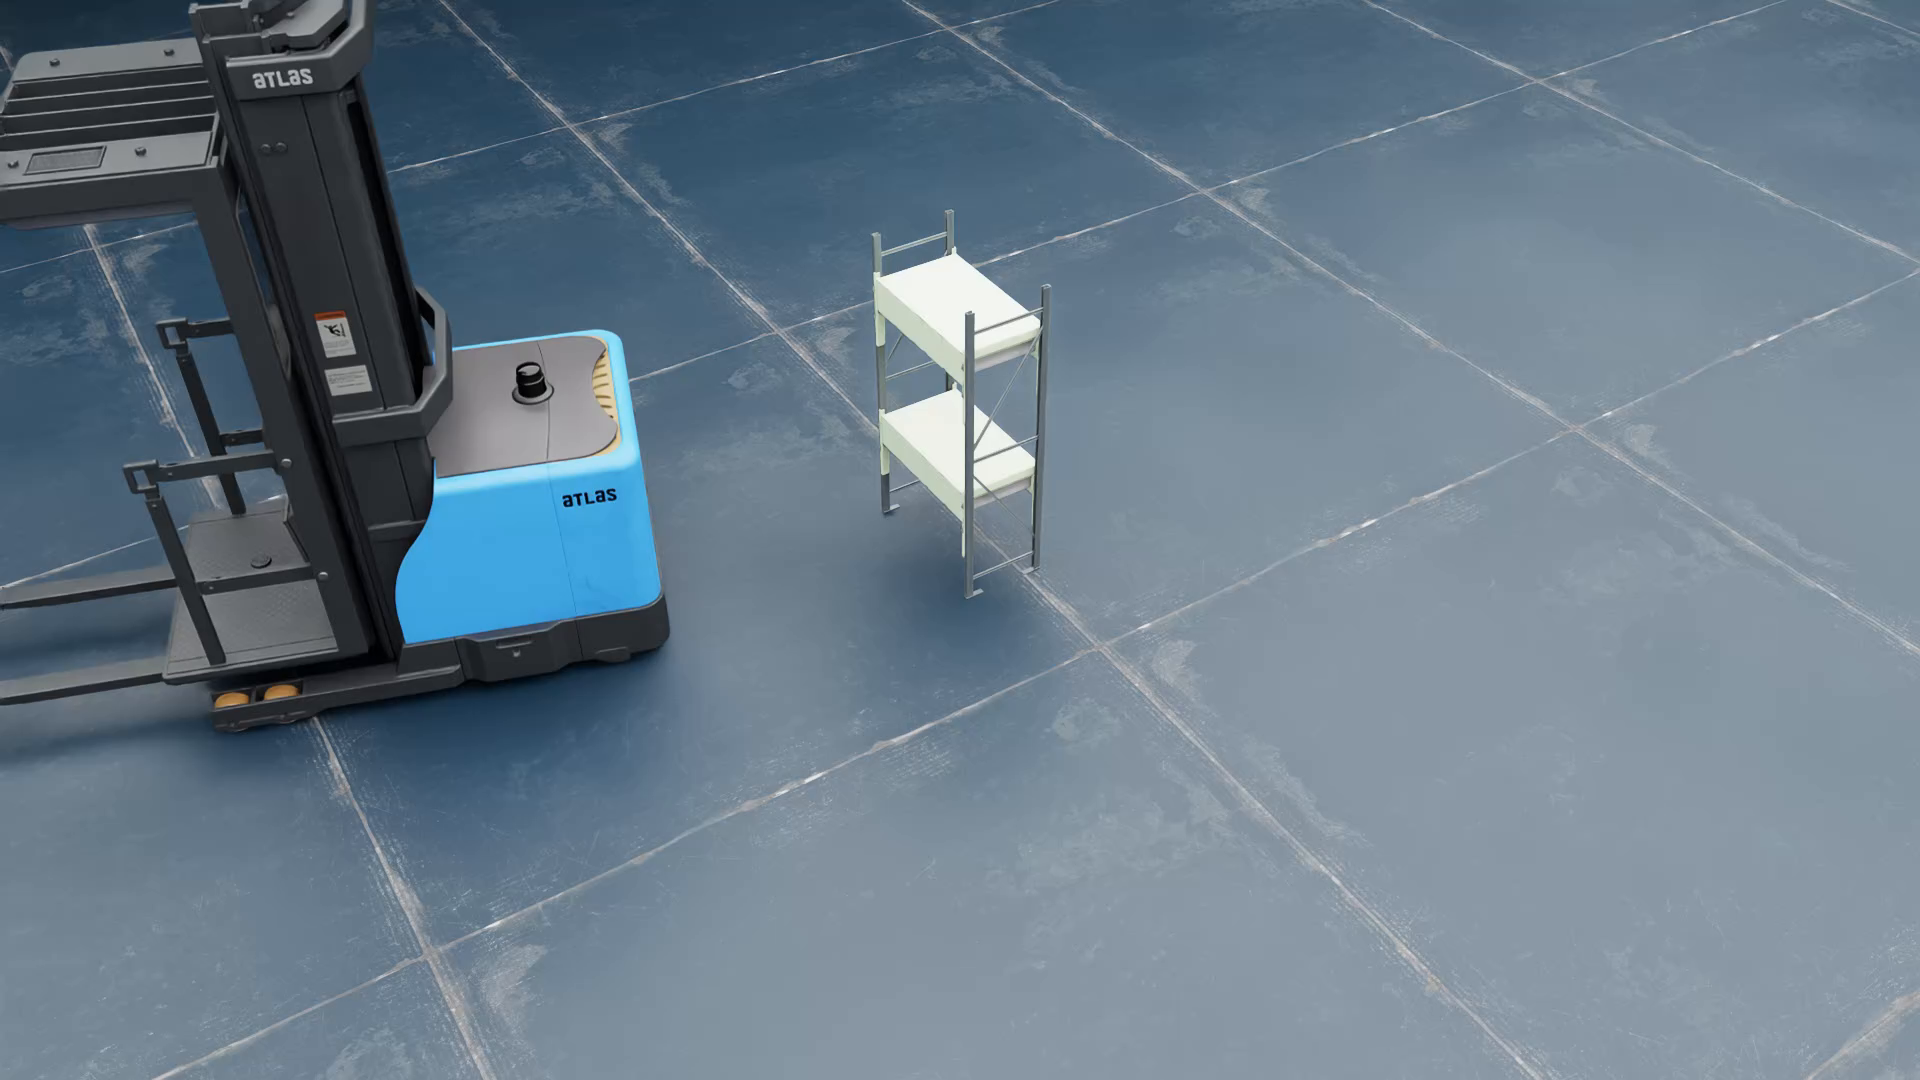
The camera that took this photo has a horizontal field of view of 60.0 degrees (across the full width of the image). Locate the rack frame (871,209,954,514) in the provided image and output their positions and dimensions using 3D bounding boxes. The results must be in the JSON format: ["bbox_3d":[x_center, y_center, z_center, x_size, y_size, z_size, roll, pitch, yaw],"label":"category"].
[{"bbox_3d":[-0.200,-0.777,7.572,0.400,1.500,0.023,-22,45,-24],"label":"rack frame"}]

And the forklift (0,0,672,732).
[{"bbox_3d":[-2.823,-0.710,6.373,3.031,2.935,1.130,-9,41,-11],"label":"forklift"}]

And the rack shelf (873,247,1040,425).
[{"bbox_3d":[-0.004,-0.880,7.085,0.431,0.370,0.720,-22,45,-24],"label":"rack shelf"}]

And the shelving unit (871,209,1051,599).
[{"bbox_3d":[-0.004,-0.580,7.335,0.431,1.500,0.755,-22,45,-24],"label":"shelving unit"}]

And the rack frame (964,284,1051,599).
[{"bbox_3d":[0.193,-0.382,7.098,0.400,1.500,0.023,-22,45,-24],"label":"rack frame"}]

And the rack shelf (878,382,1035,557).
[{"bbox_3d":[-0.004,-0.329,7.543,0.431,0.370,0.720,-22,45,-24],"label":"rack shelf"}]
